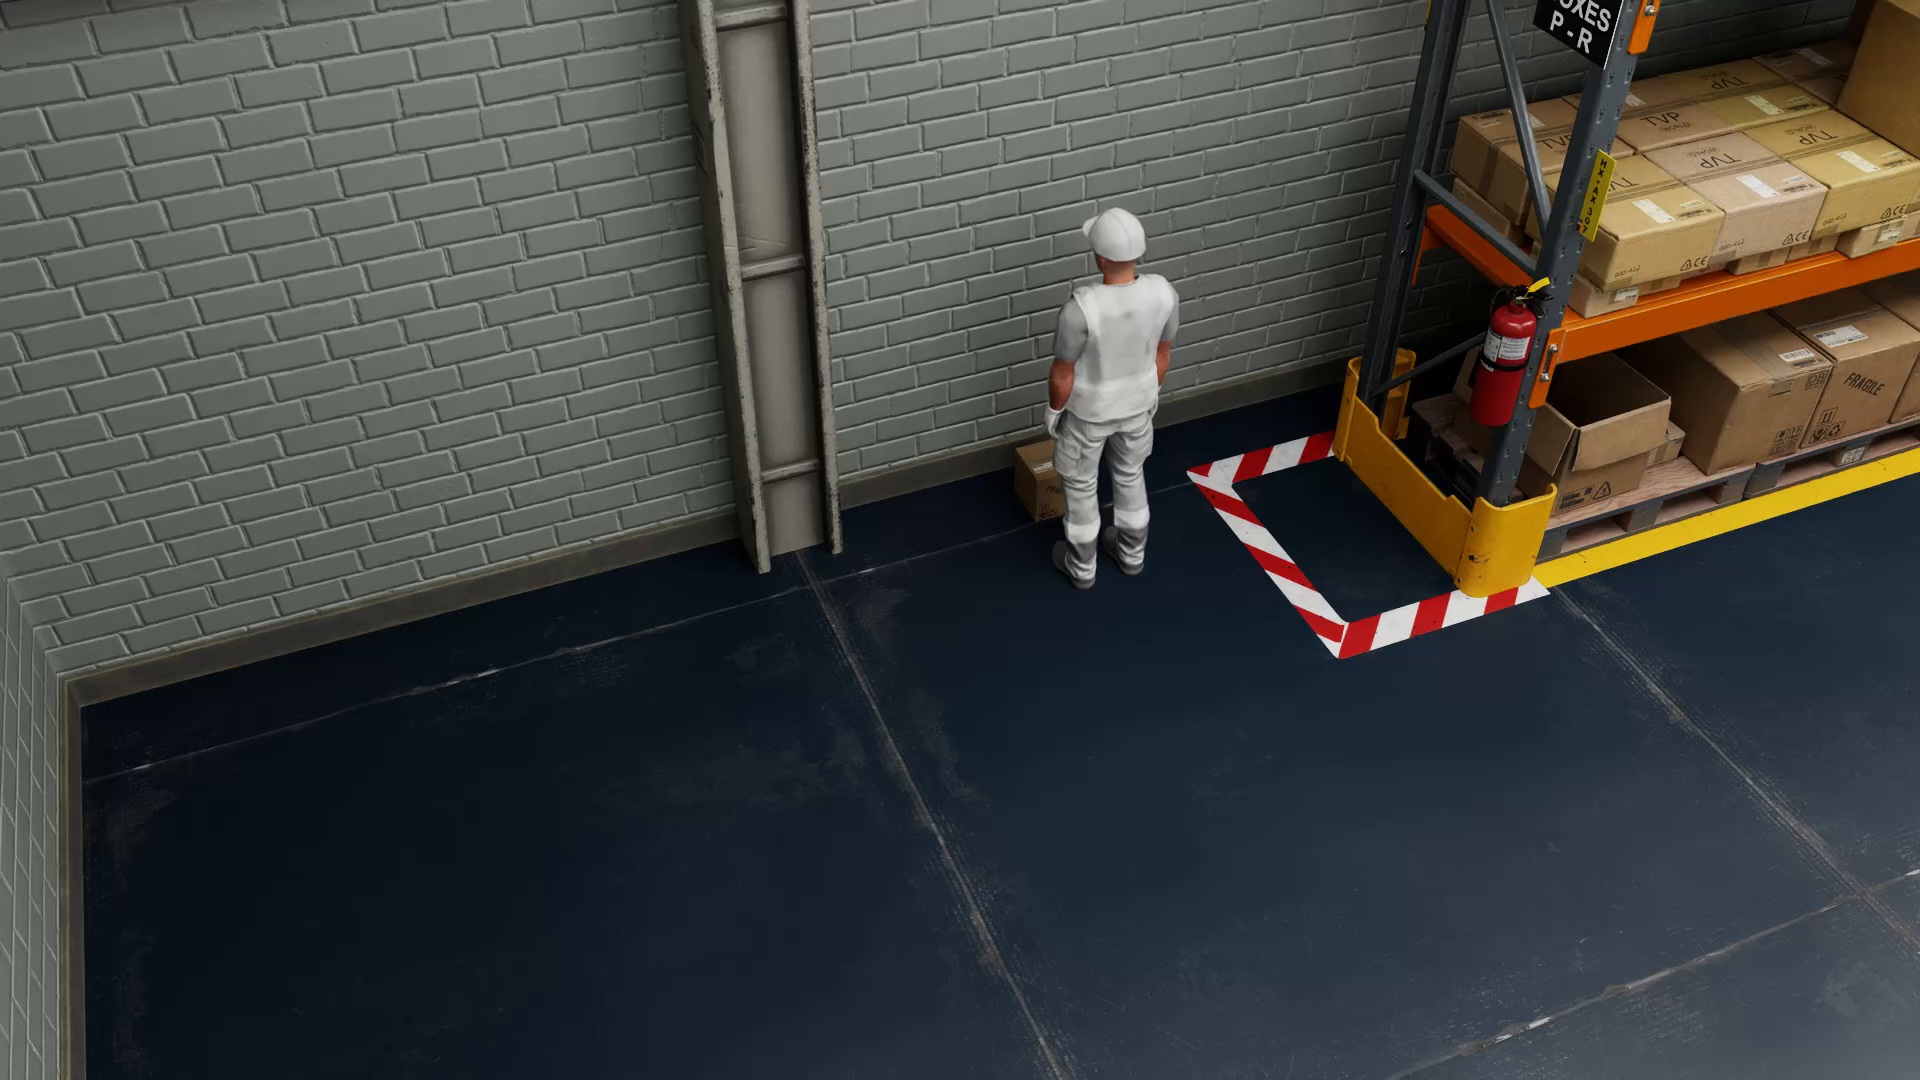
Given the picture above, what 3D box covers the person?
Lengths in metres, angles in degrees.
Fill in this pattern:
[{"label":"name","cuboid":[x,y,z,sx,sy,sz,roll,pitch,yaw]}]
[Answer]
[{"label":"person","cuboid":[0.589,-0.537,6.788,0.518,1.737,0.340,-14,43,-16]}]
